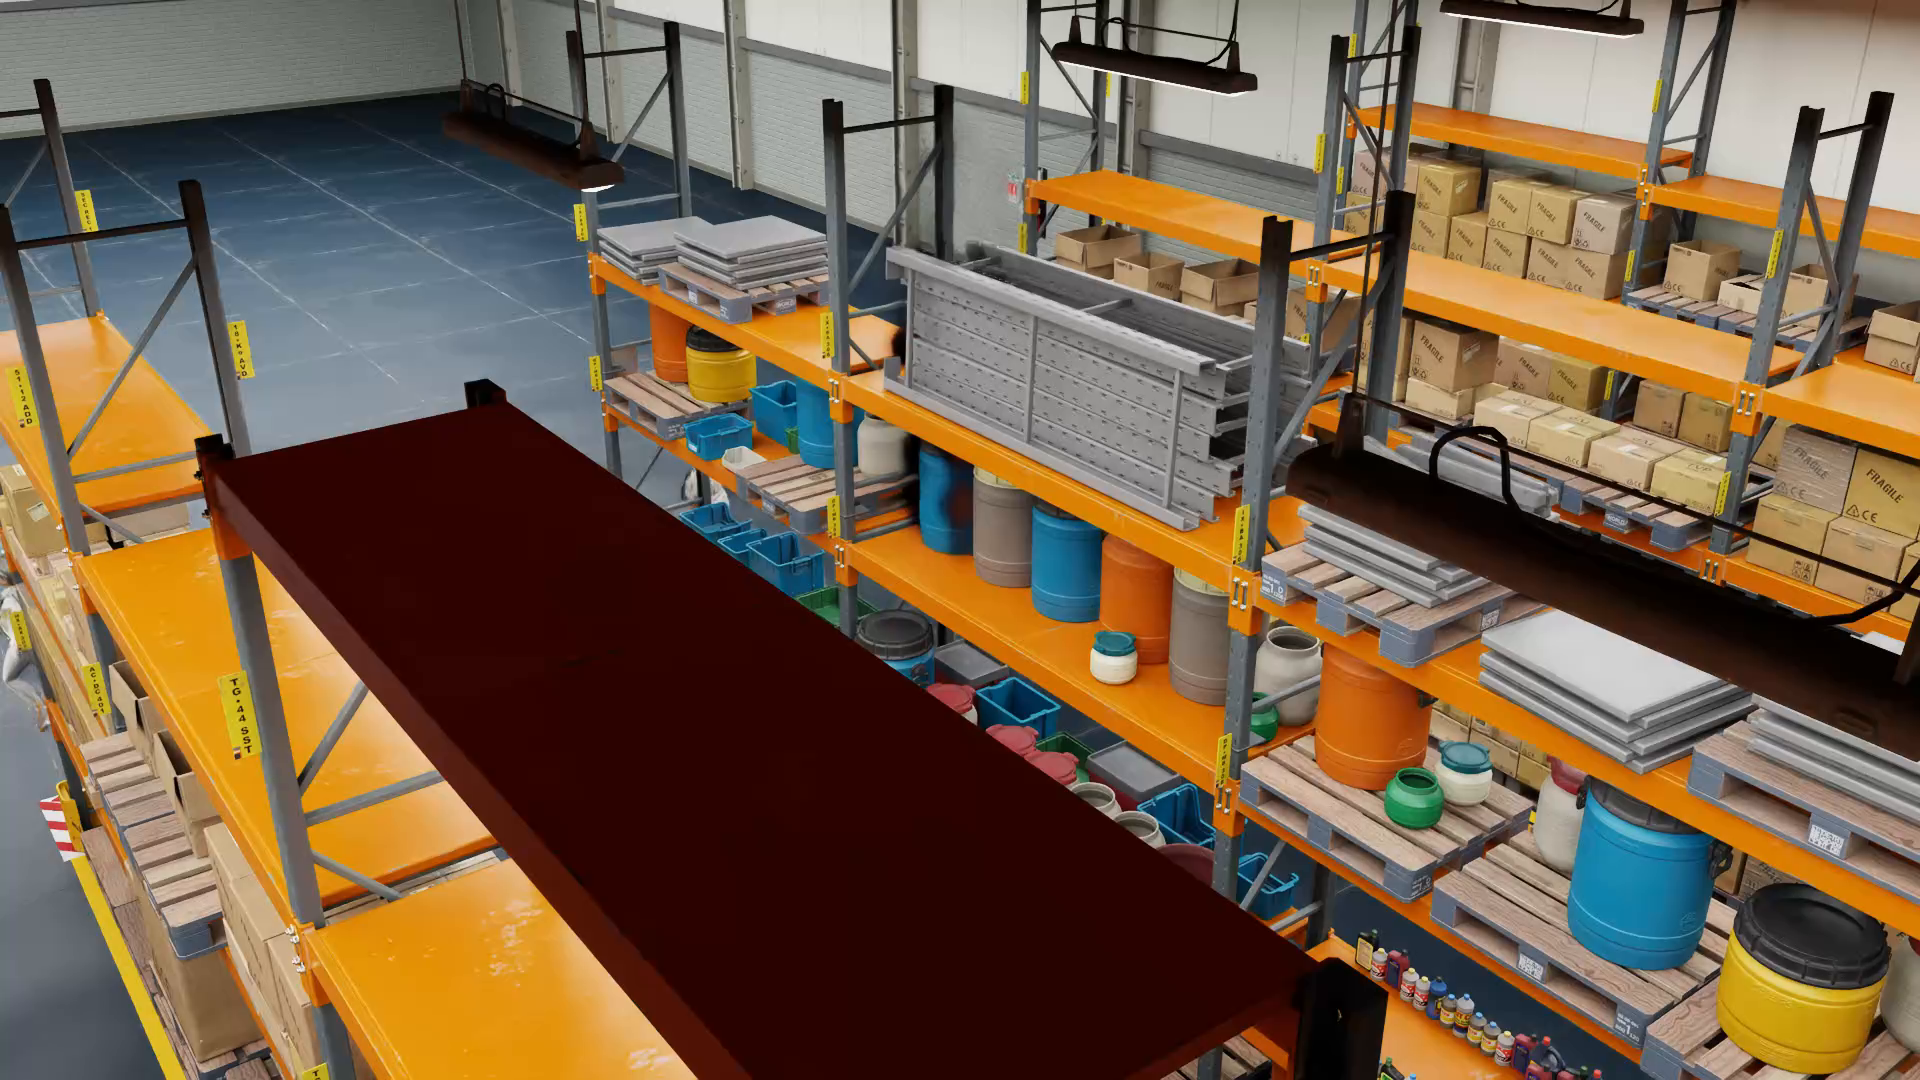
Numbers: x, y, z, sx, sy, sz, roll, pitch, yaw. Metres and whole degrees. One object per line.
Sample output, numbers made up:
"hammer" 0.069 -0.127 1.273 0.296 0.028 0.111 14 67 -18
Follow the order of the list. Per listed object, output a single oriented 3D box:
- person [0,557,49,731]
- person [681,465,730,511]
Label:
"person" -8.413 0.948 14.953 0.652 1.698 0.638 2 25 5
"person" -2.637 -0.297 17.607 0.701 1.734 0.731 11 27 22
